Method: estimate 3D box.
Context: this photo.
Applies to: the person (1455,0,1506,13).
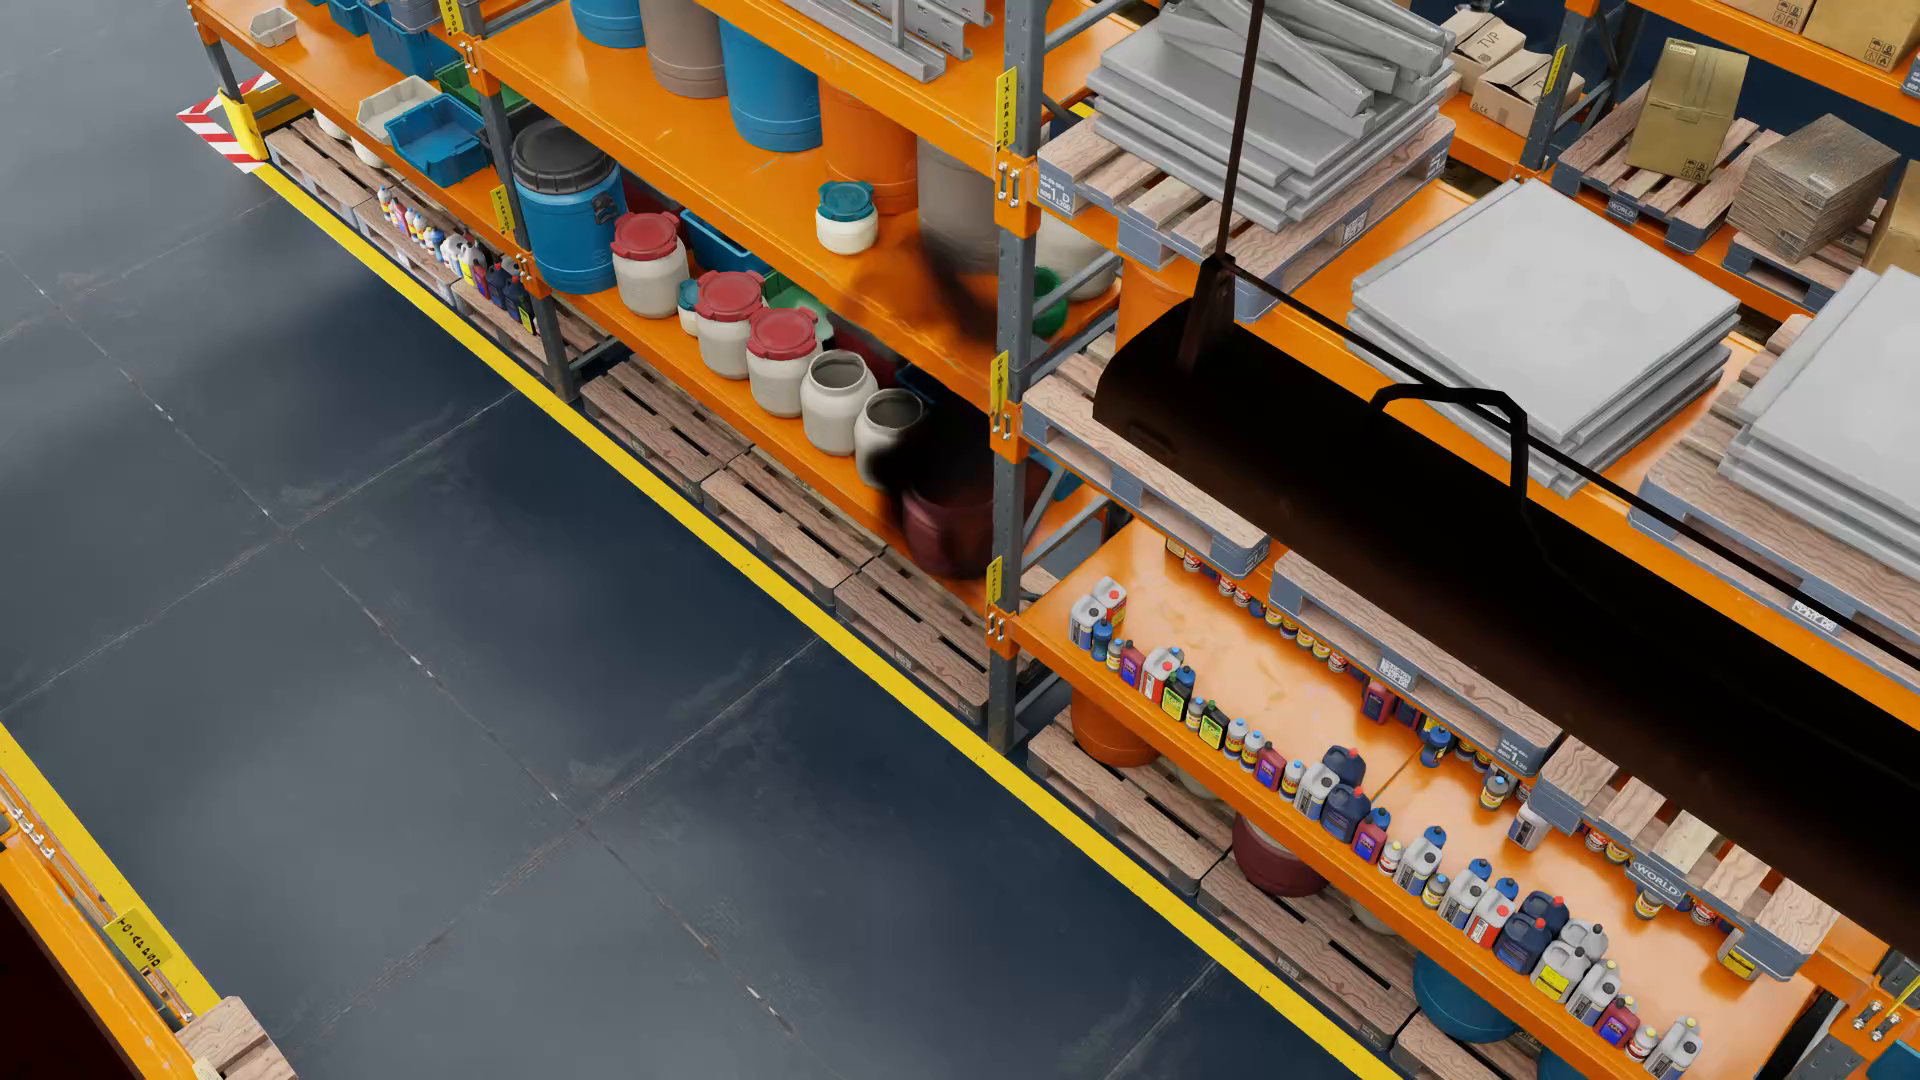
[{"bbox_3d":[4.374,-4.974,13.573,0.581,1.527,0.539,20,53,16],"label":"person"}]
